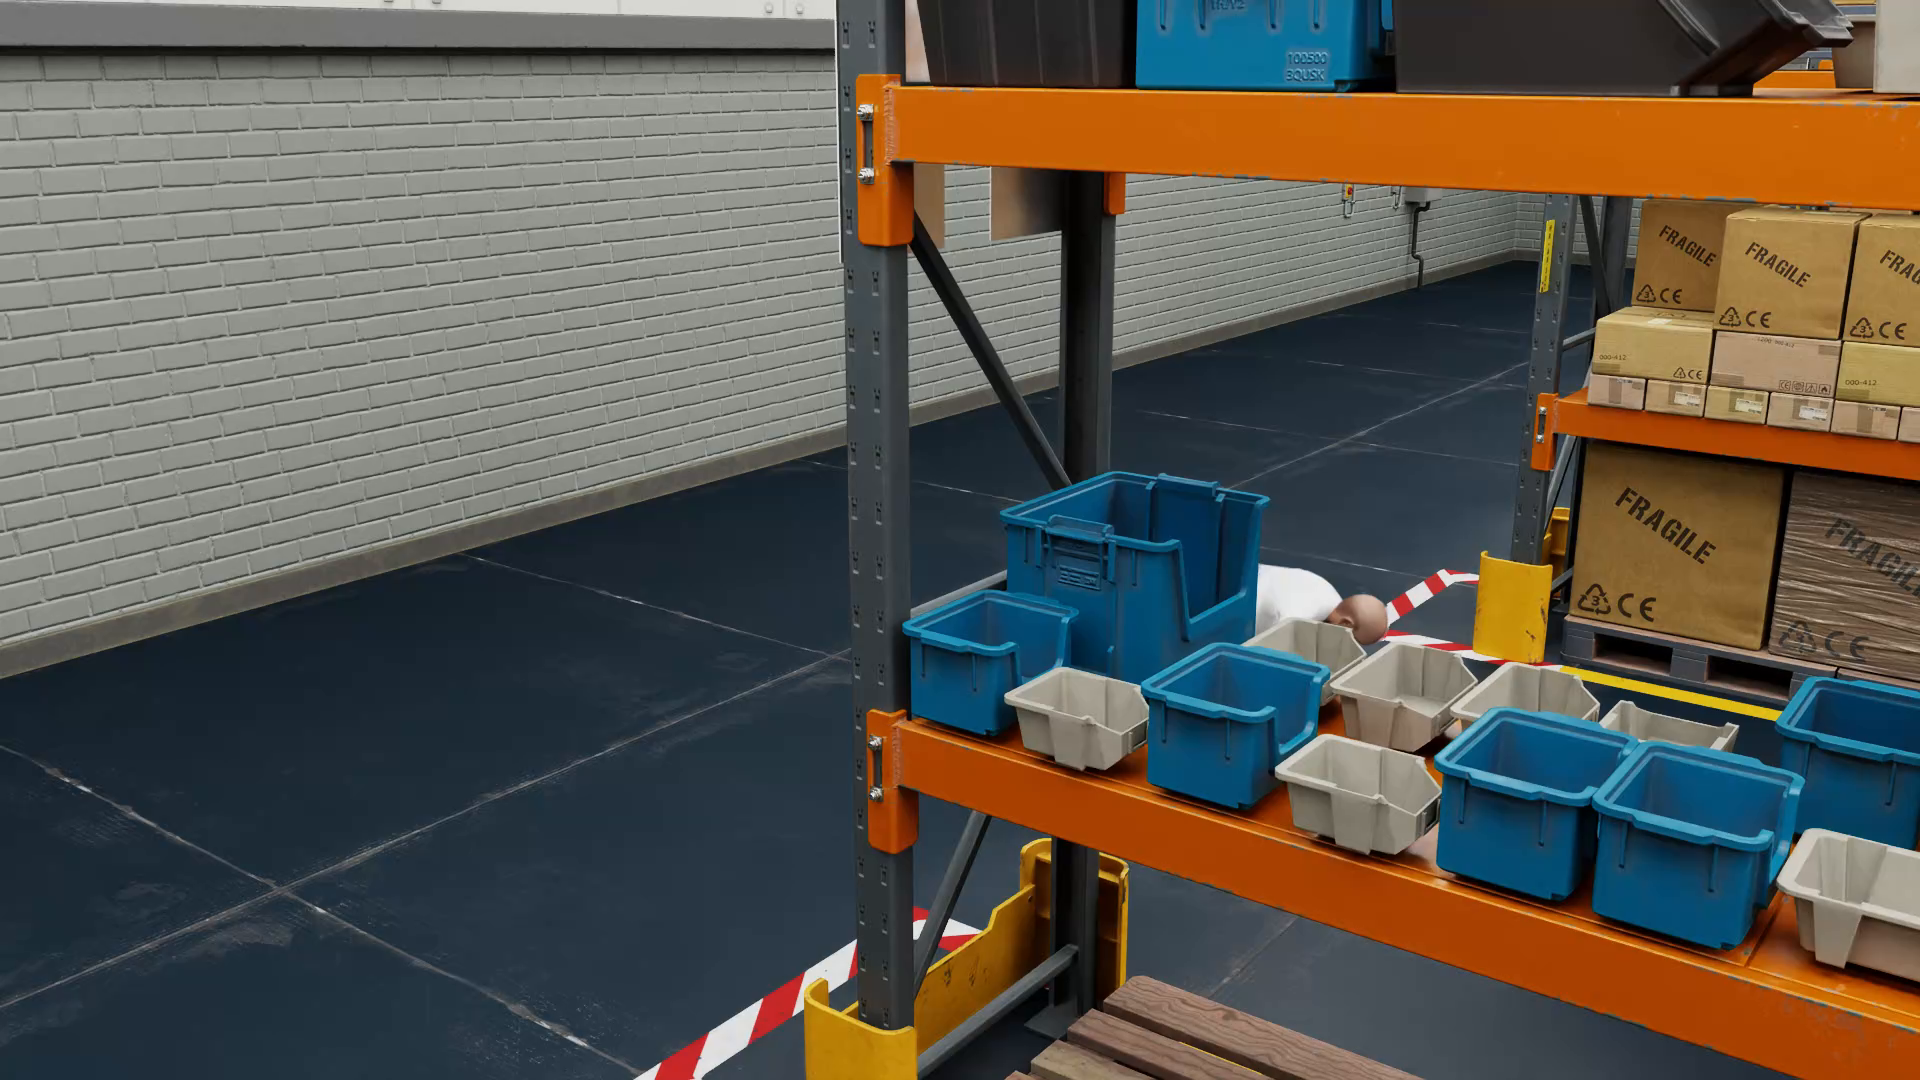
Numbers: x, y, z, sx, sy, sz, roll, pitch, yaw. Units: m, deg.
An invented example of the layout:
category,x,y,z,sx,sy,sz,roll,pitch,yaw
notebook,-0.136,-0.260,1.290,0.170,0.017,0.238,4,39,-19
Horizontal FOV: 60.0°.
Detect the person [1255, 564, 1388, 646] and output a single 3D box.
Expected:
category,x,y,z,sx,sy,sz,roll,pitch,yaw
person,1.311,0.529,7.002,0.950,0.836,0.582,11,20,33
